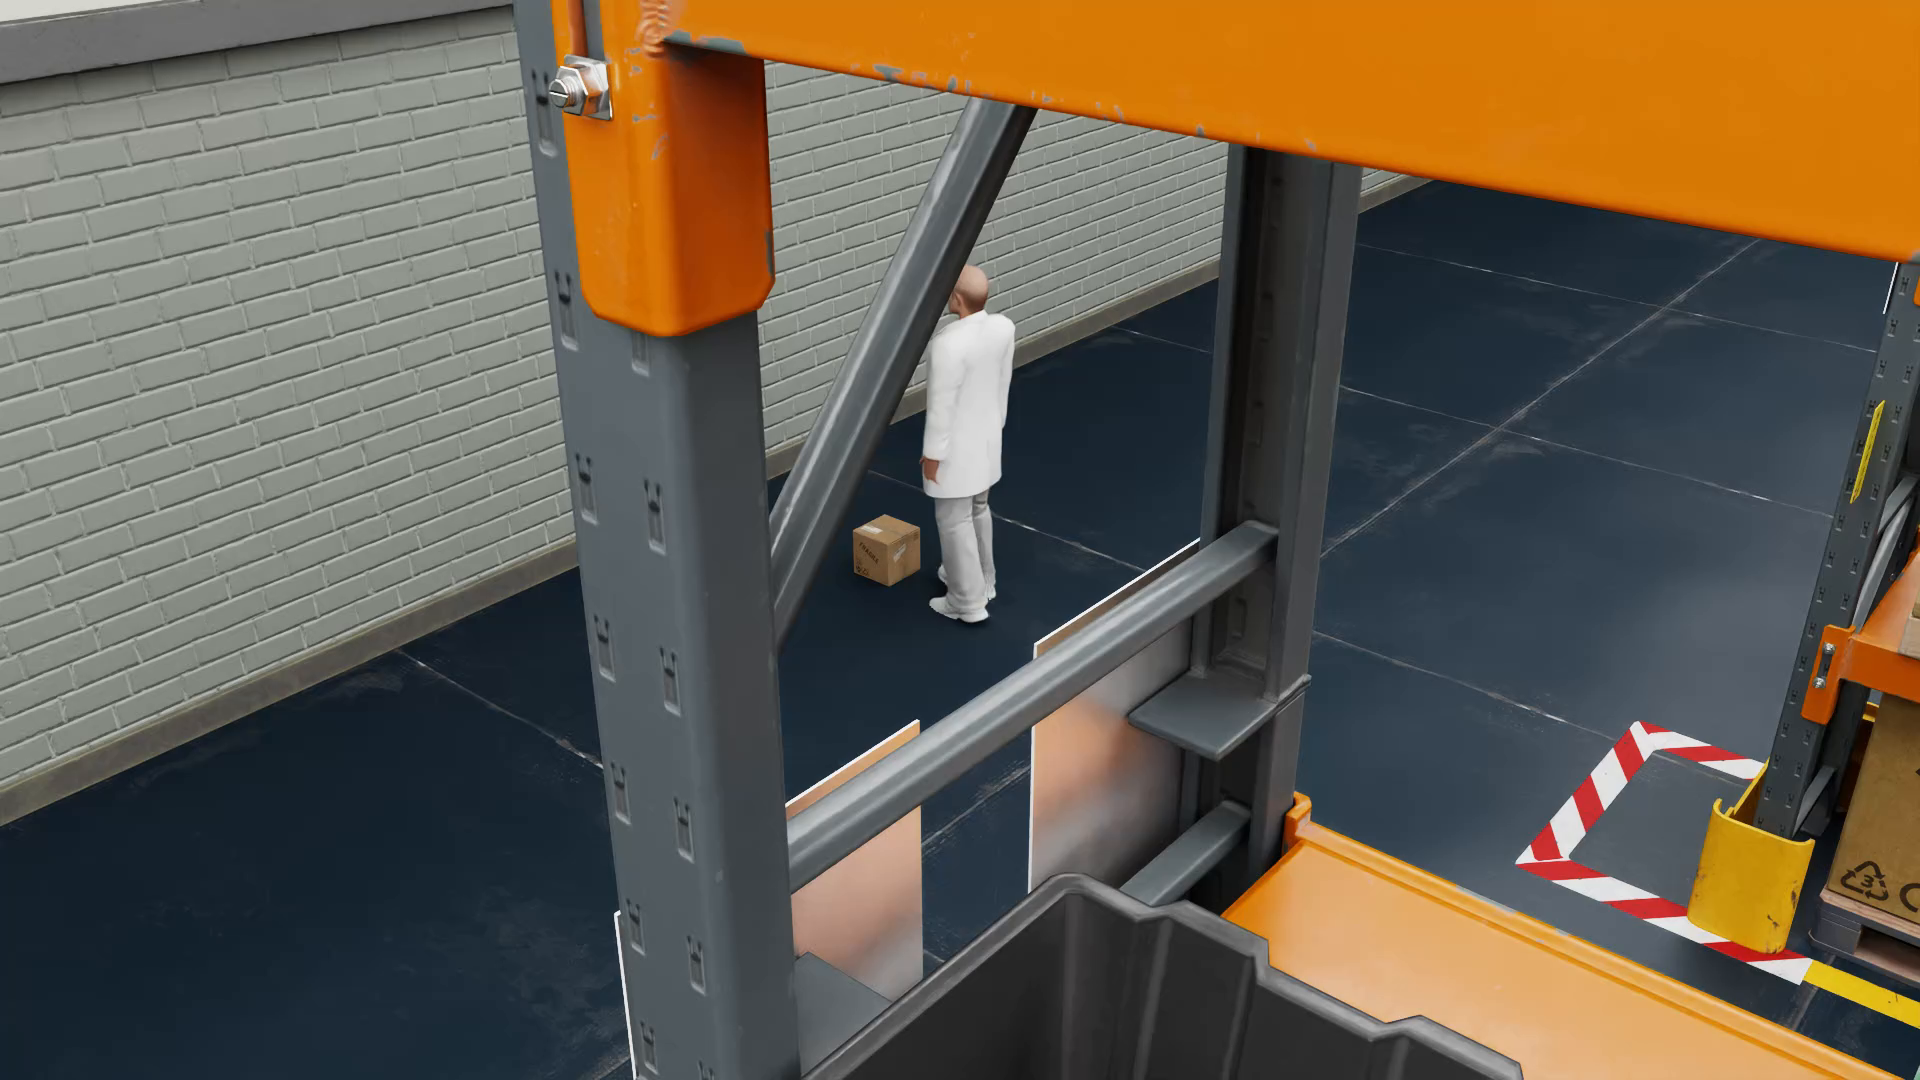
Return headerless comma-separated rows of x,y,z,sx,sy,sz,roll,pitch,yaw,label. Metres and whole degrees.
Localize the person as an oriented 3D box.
0.006,-0.465,8.078,0.519,1.811,0.574,21,34,35,person
